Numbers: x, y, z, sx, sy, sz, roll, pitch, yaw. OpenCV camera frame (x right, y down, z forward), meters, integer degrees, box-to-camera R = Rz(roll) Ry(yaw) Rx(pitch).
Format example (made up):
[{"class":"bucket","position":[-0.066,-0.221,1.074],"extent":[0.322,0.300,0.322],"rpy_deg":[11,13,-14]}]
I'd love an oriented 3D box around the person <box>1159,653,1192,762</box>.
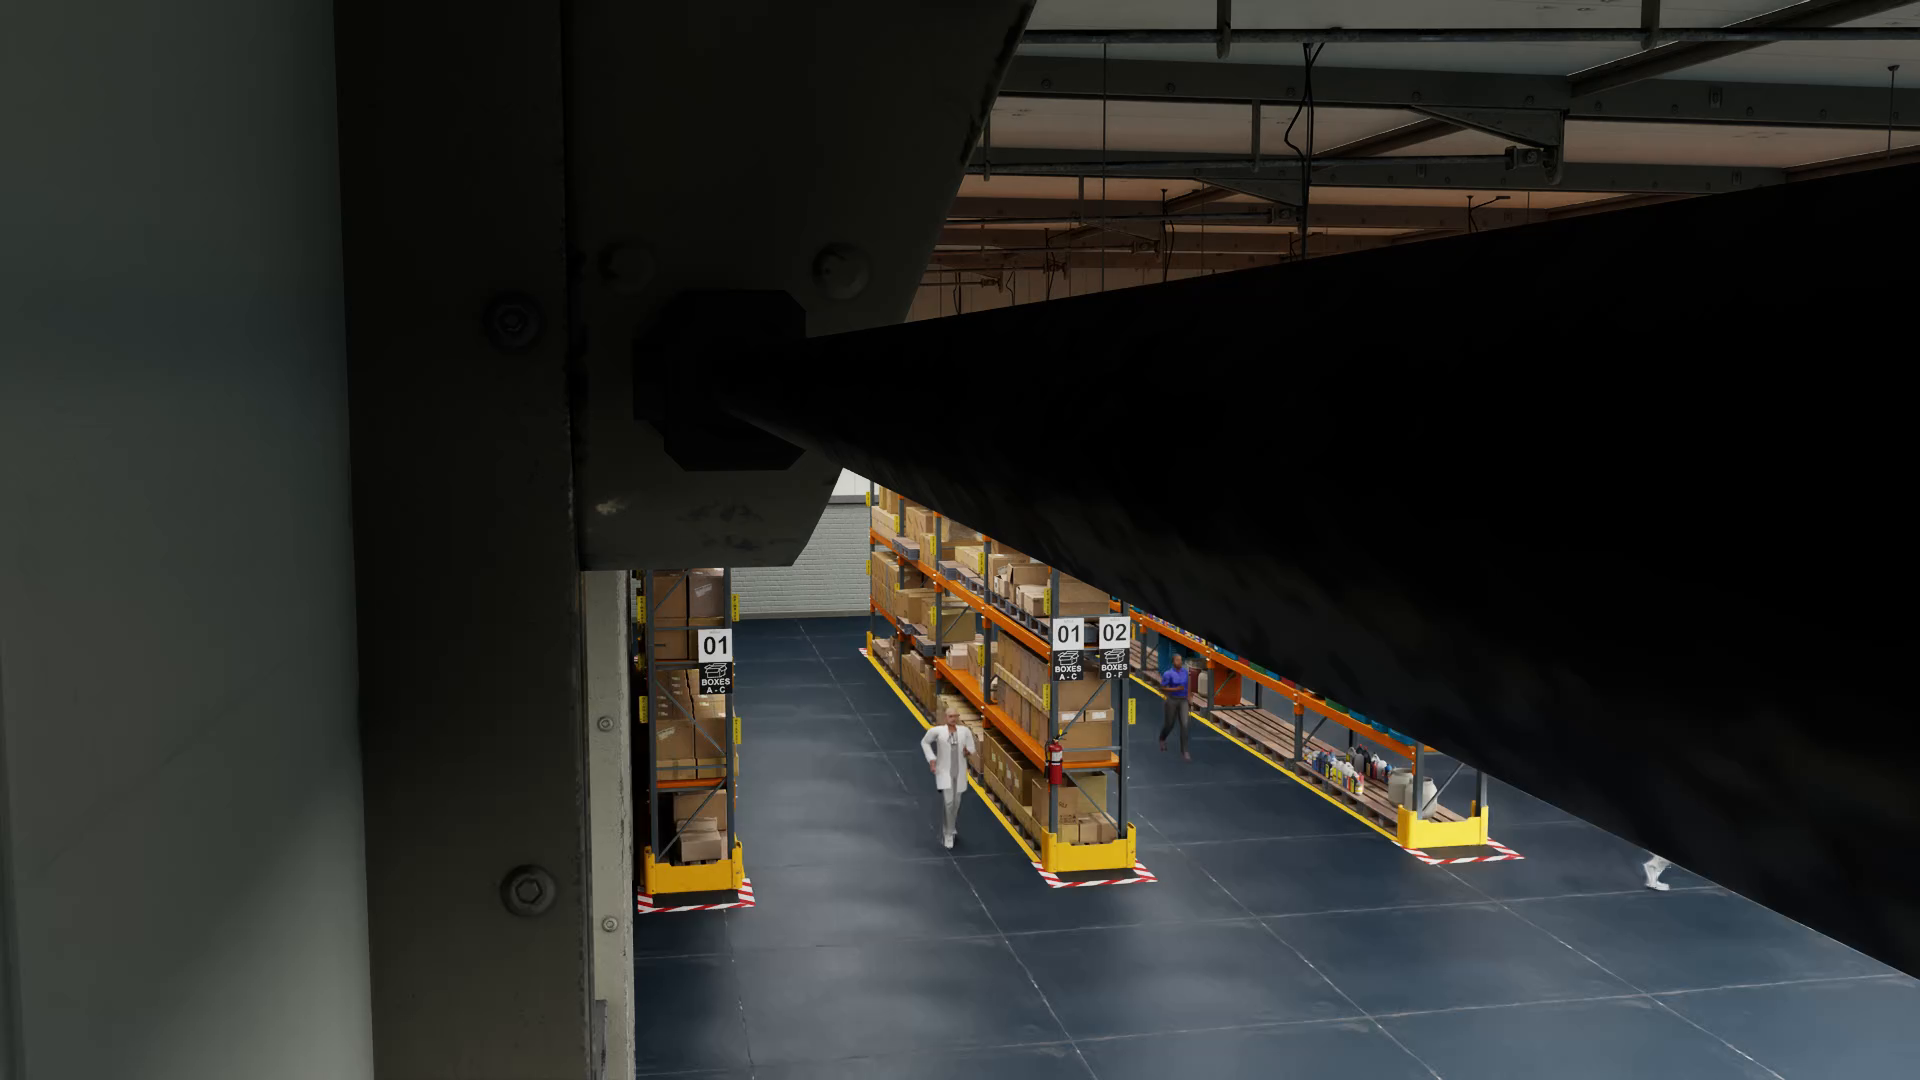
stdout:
[{"class":"person","position":[3.446,2.630,26.510],"extent":[0.604,1.660,0.872],"rpy_deg":[-2,6,-19]}]

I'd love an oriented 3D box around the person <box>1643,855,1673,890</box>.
[{"class":"person","position":[8.544,3.406,20.083],"extent":[0.510,1.669,0.662],"rpy_deg":[2,6,21]}]

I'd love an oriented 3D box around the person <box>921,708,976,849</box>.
[{"class":"person","position":[-0.123,3.145,22.142],"extent":[0.686,1.846,0.799],"rpy_deg":[-2,6,-17]}]
